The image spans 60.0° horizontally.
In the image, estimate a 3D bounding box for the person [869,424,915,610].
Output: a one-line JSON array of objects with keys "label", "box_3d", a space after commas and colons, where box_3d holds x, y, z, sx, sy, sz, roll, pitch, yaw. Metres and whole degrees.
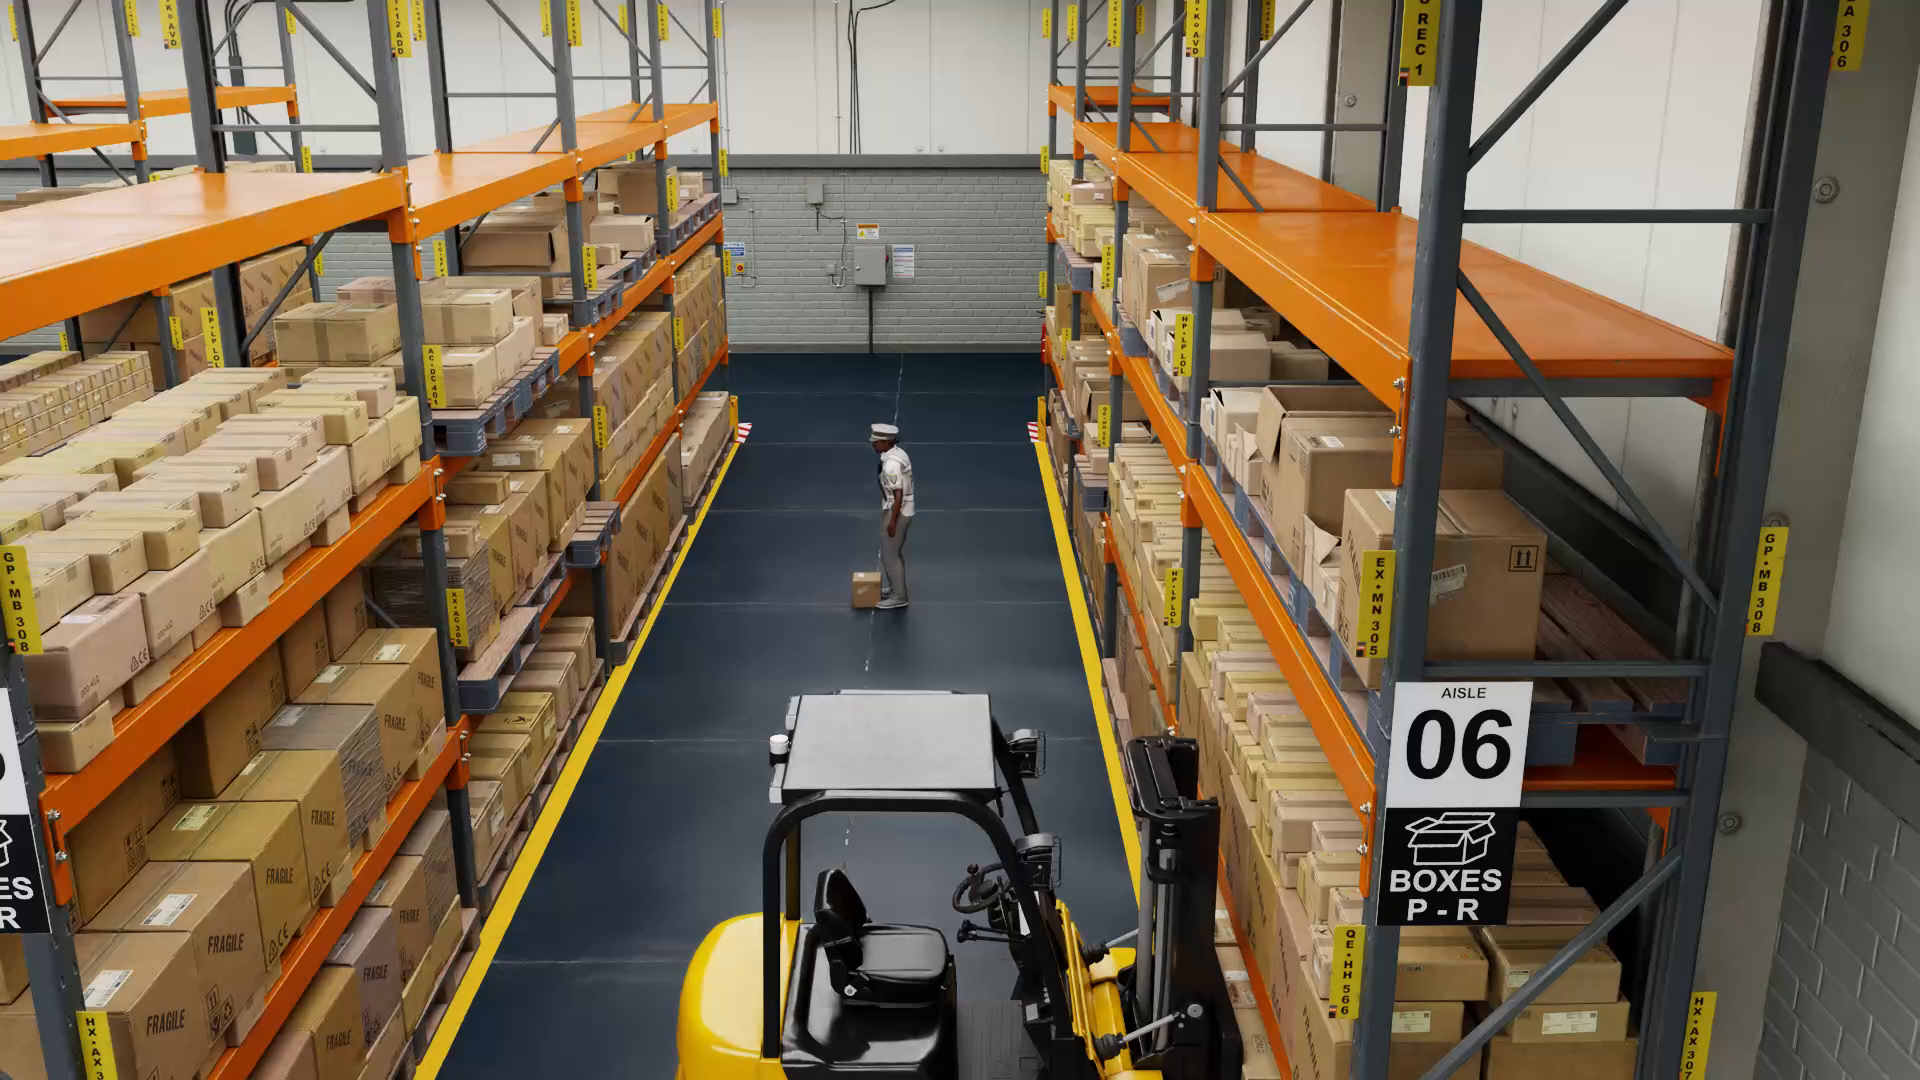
[{"label": "person", "box_3d": [-0.599, -0.224, 14.797, 0.397, 1.656, 0.518, -1, 17, -2]}]
